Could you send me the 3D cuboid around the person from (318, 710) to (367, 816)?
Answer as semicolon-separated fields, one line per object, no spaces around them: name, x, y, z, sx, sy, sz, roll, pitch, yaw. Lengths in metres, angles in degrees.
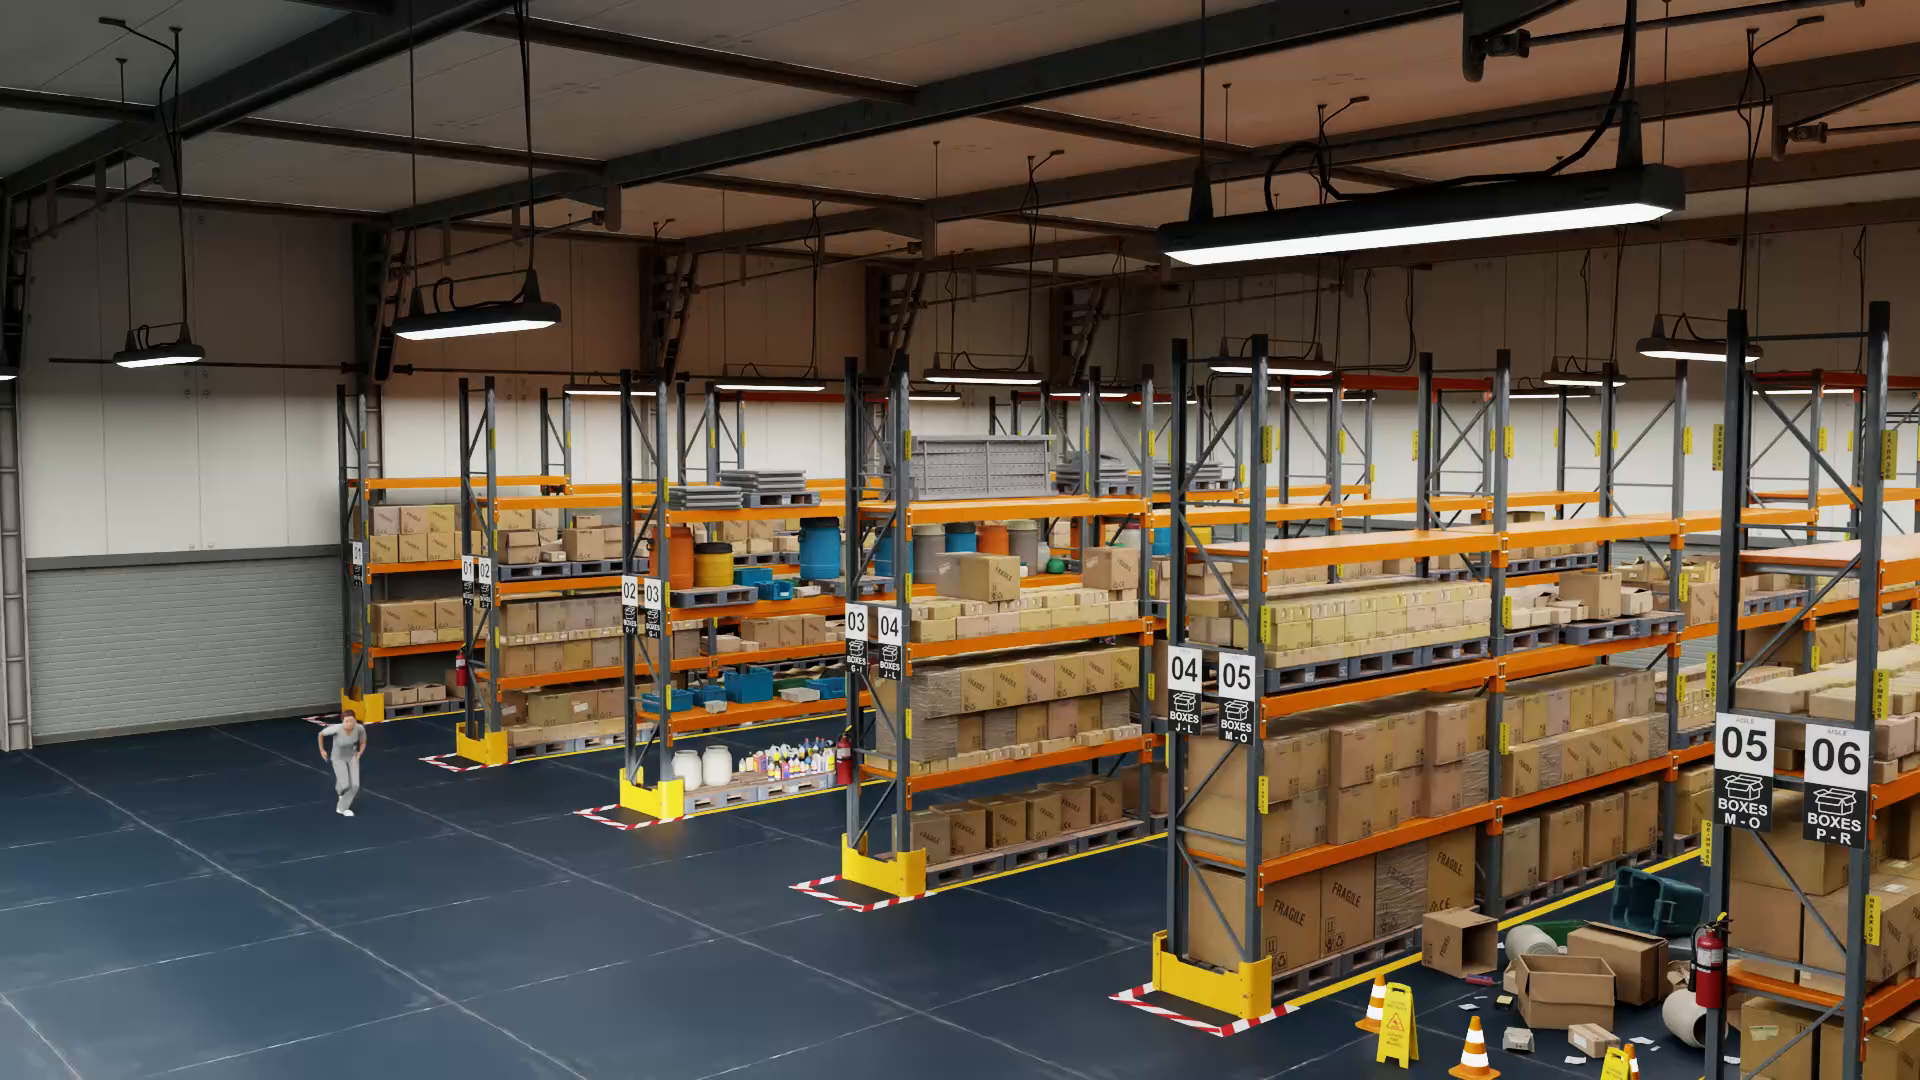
person;-8.236;2.972;22.187;0.582;1.493;0.777;-2;4;-32
